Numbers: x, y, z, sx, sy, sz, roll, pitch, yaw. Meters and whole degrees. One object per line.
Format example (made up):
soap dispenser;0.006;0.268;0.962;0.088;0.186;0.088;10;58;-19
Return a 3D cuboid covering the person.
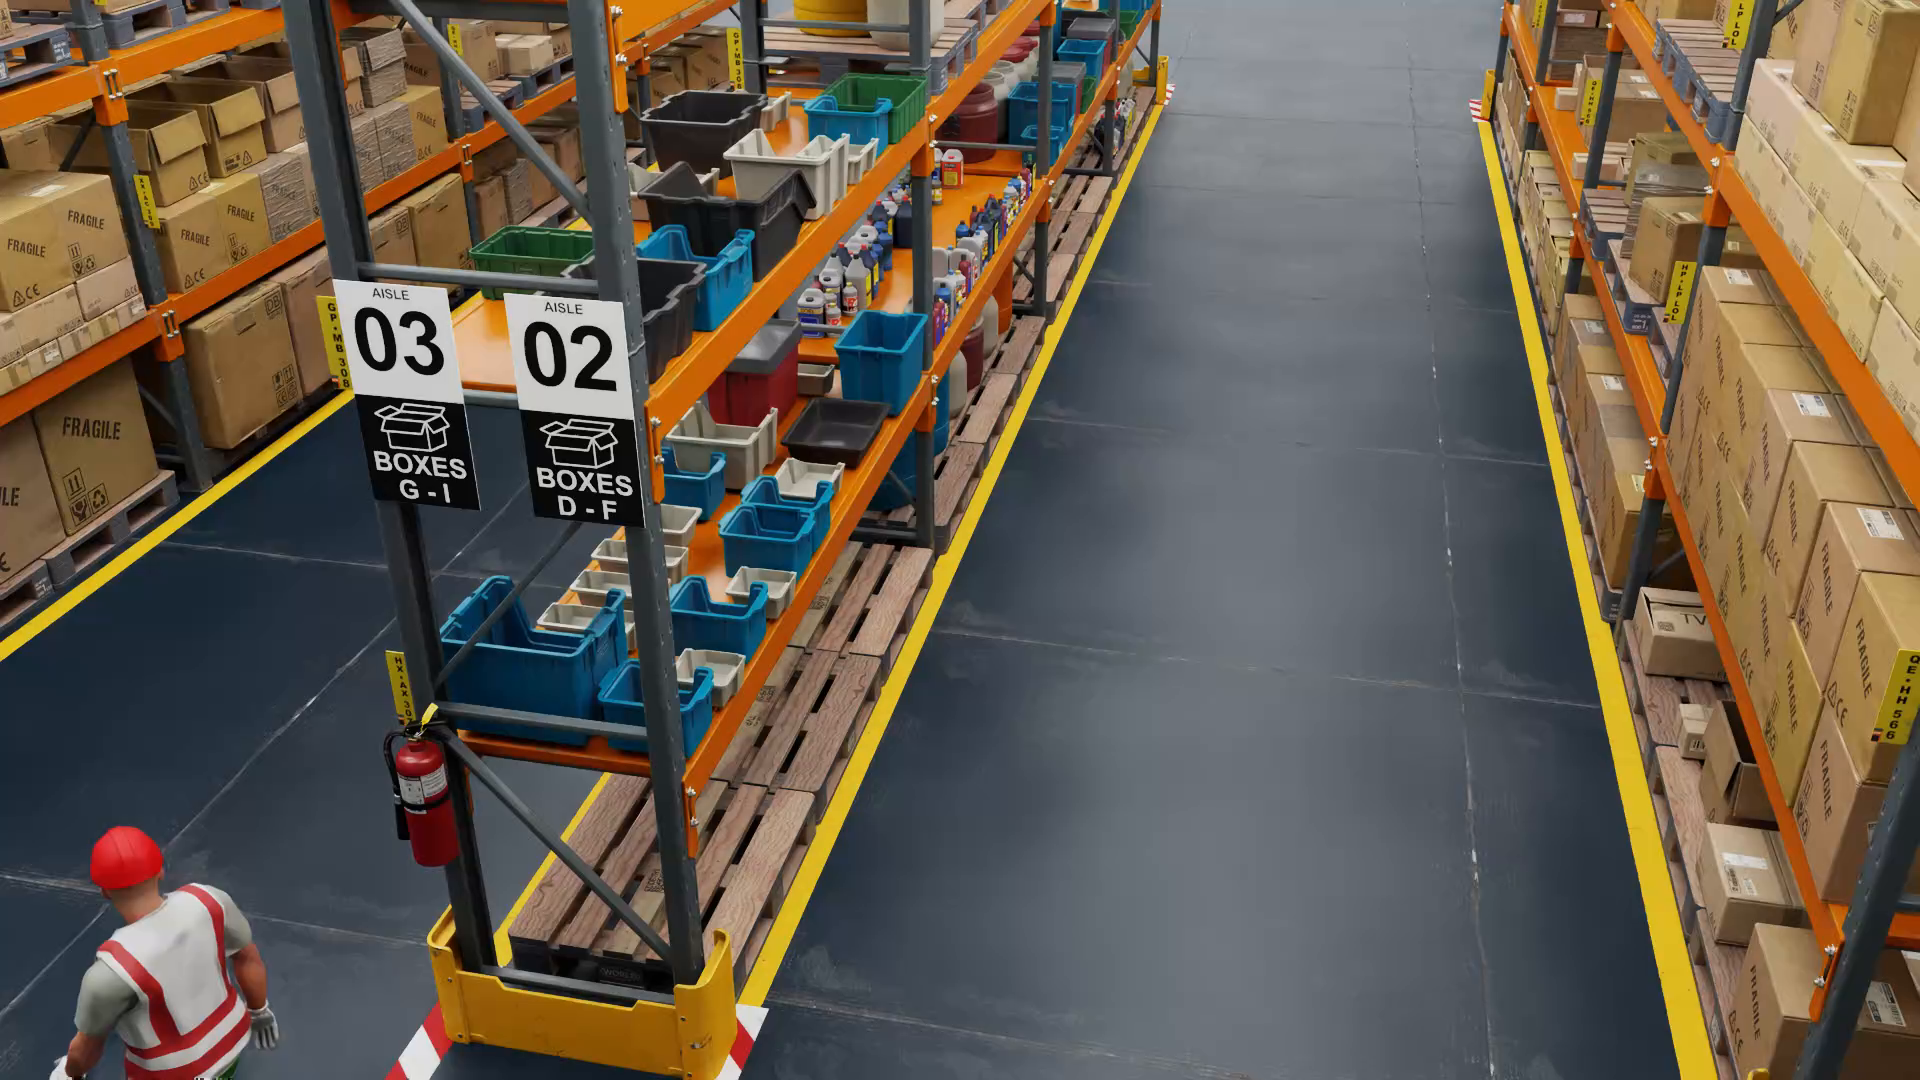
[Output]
person;-2.597;1.703;5.487;0.812;1.805;0.554;9;30;15
